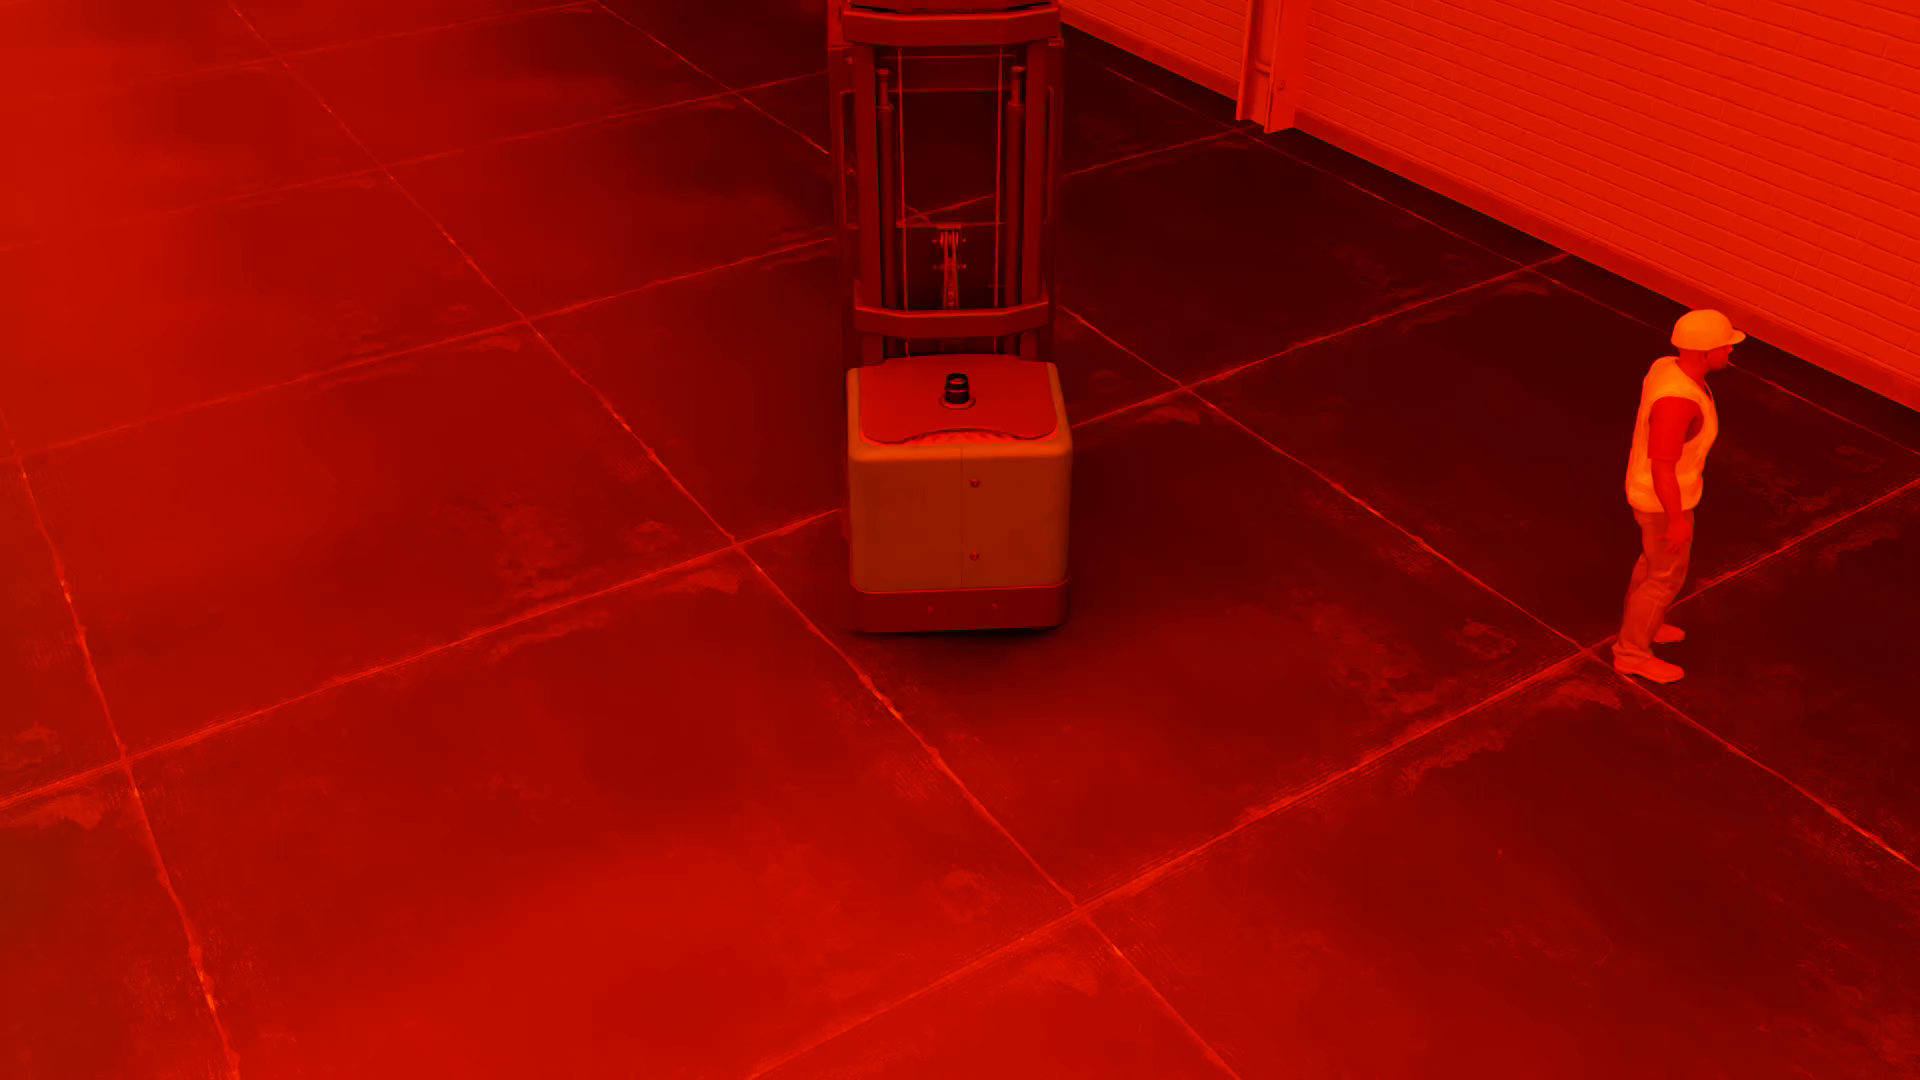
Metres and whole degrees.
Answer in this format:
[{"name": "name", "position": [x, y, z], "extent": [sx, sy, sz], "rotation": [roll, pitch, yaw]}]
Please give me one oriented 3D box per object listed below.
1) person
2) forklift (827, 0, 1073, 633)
[{"name": "person", "position": [3.214, -0.202, 7.463], "extent": [0.497, 1.780, 0.660], "rotation": [10, 36, 14]}, {"name": "forklift", "position": [-0.081, -1.579, 8.394], "extent": [1.130, 2.935, 3.031], "rotation": [-2, 35, -3]}]
